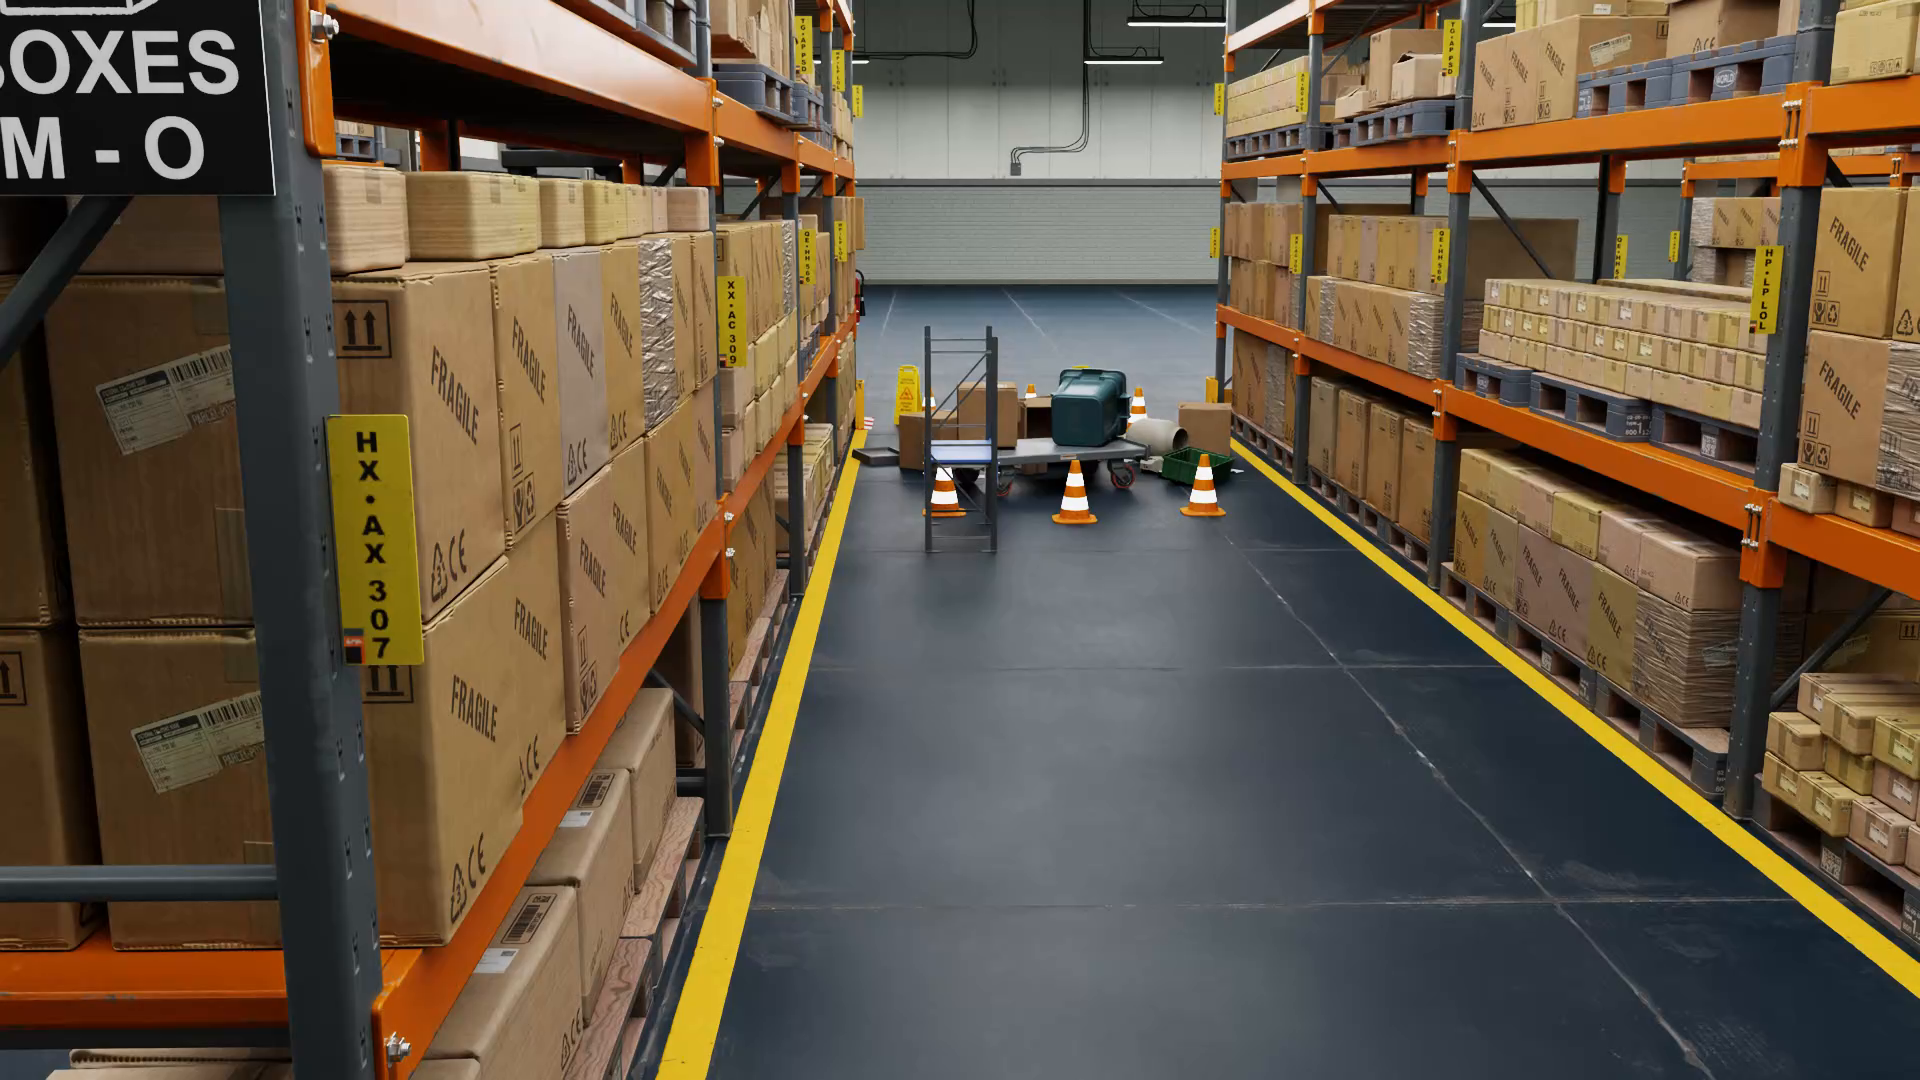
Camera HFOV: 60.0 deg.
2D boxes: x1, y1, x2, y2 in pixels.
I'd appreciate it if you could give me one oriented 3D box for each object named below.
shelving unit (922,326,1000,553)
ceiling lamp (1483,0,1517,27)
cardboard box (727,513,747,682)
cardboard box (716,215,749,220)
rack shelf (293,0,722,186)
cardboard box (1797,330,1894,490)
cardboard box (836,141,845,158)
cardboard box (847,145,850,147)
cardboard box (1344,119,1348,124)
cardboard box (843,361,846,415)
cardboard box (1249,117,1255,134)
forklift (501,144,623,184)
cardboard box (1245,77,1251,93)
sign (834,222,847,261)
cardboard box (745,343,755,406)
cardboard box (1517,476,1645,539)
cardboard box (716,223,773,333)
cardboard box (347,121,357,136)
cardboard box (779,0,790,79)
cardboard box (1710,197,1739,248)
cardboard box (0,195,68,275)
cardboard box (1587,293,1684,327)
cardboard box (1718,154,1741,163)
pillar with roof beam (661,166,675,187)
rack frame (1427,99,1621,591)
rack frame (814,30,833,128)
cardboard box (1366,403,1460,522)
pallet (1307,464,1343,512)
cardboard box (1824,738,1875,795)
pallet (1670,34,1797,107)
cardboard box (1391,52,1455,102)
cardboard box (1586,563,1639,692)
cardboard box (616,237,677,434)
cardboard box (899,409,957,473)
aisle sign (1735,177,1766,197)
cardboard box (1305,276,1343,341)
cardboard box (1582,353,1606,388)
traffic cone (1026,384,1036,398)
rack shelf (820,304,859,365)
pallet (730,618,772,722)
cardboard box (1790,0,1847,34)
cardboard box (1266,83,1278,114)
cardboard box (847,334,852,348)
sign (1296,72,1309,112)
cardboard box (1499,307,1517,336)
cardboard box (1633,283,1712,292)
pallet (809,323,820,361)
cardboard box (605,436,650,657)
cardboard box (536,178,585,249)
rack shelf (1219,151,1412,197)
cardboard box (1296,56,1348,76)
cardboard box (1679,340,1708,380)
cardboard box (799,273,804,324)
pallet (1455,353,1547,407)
[{"bbox_3d":[-0.002,-0.752,11.994,0.538,1.500,1.048,0,11,-1],"label":"shelving unit"},{"bbox_3d":[11.362,-11.815,32.983,2.000,3.185,0.800,0,11,-1],"label":"ceiling lamp"},{"bbox_3d":[-1.504,0.204,7.796,0.875,0.875,0.875,0,11,0],"label":"cardboard box"},{"bbox_3d":[-1.768,-2.327,12.298,0.380,0.149,0.250,0,11,2],"label":"cardboard box"},{"bbox_3d":[-1.343,-1.049,3.949,1.077,0.370,4.000,0,11,-1],"label":"rack shelf"},{"bbox_3d":[3.321,-0.465,5.805,0.500,0.500,0.500,0,11,-2],"label":"cardboard box"},{"bbox_3d":[-1.250,-3.586,15.276,0.380,0.149,0.250,0,11,-2],"label":"cardboard box"},{"bbox_3d":[-1.357,-4.056,16.591,0.500,0.250,0.500,0,11,-2],"label":"cardboard box"},{"bbox_3d":[3.706,-3.837,15.209,0.380,0.149,0.250,0,11,-2],"label":"cardboard box"},{"bbox_3d":[-1.315,-1.370,15.239,0.500,0.500,0.500,0,11,1],"label":"cardboard box"},{"bbox_3d":[3.027,-4.036,16.189,0.380,0.149,0.250,0,11,-2],"label":"cardboard box"},{"bbox_3d":[-3.123,-1.826,13.690,1.130,2.935,3.031,-1,12,-7],"label":"forklift"},{"bbox_3d":[3.023,-4.477,16.359,0.380,0.149,0.250,0,11,-2],"label":"cardboard box"},{"bbox_3d":[-0.995,-2.490,13.874,0.100,0.325,0.005,0,11,-1],"label":"sign"},{"bbox_3d":[-1.151,-0.692,7.048,0.500,0.250,0.500,0,11,0],"label":"cardboard box"},{"bbox_3d":[3.260,-0.175,8.724,0.500,0.250,0.500,0,11,-1],"label":"cardboard box"},{"bbox_3d":[-1.169,-1.260,7.959,0.500,0.500,0.500,0,11,-2],"label":"cardboard box"},{"bbox_3d":[-6.274,-4.131,16.659,0.380,0.149,0.250,-1,11,-3],"label":"cardboard box"},{"bbox_3d":[-1.257,-2.653,8.739,0.700,0.500,0.500,-1,11,-4],"label":"cardboard box"},{"bbox_3d":[8.018,-3.230,16.921,0.500,0.500,0.500,0,11,-1],"label":"cardboard box"},{"bbox_3d":[-1.510,-0.461,2.390,0.380,0.149,0.250,0,11,0],"label":"cardboard box"},{"bbox_3d":[3.326,-1.135,8.189,0.380,0.149,0.250,0,11,-2],"label":"cardboard box"},{"bbox_3d":[8.044,-3.952,16.828,0.500,0.250,0.500,0,11,-2],"label":"cardboard box"},{"bbox_3d":[-3.798,-11.472,45.974,9.100,9.000,0.548,0,11,-1],"label":"pillar with roof beam"},{"bbox_3d":[3.480,-1.164,10.254,1.000,3.000,0.127,0,11,-1],"label":"rack frame"},{"bbox_3d":[-1.550,-4.859,13.378,1.000,3.000,0.127,0,11,-1],"label":"rack frame"},{"bbox_3d":[3.536,-0.563,11.891,1.050,0.750,0.750,0,11,0],"label":"cardboard box"},{"bbox_3d":[3.488,-0.440,13.696,1.003,0.211,1.213,0,11,-1],"label":"pallet"},{"bbox_3d":[3.345,0.800,5.939,0.380,0.149,0.250,0,11,-1],"label":"cardboard box"},{"bbox_3d":[3.656,-1.870,6.662,1.213,0.211,1.003,0,11,-1],"label":"pallet"},{"bbox_3d":[3.158,-3.052,10.931,0.500,0.311,0.500,0,11,-1],"label":"cardboard box"},{"bbox_3d":[3.285,0.402,7.764,0.500,0.500,0.500,-1,11,-2],"label":"cardboard box"},{"bbox_3d":[-1.076,-0.573,4.574,0.500,0.500,0.500,0,11,0],"label":"cardboard box"},{"bbox_3d":[-0.212,-0.914,15.300,0.500,0.500,0.500,9,15,38],"label":"cardboard box"},{"bbox_3d":[8.574,-4.043,17.902,0.394,0.787,0.004,0,11,-1],"label":"aisle sign"},{"bbox_3d":[3.139,-1.903,13.643,0.500,0.500,0.500,0,11,-1],"label":"cardboard box"},{"bbox_3d":[3.320,-0.842,8.241,0.380,0.149,0.250,-1,11,-3],"label":"cardboard box"},{"bbox_3d":[0.769,-1.463,18.106,0.336,0.463,0.334,0,11,-1],"label":"traffic cone"},{"bbox_3d":[-1.591,-1.964,16.005,1.077,0.370,4.000,0,11,-1],"label":"rack shelf"},{"bbox_3d":[-1.504,0.642,8.366,1.003,0.211,1.213,0,11,-1],"label":"pallet"},{"bbox_3d":[3.664,-2.170,6.358,0.700,0.500,0.500,0,11,-1],"label":"cardboard box"},{"bbox_3d":[3.112,-4.053,15.271,0.500,0.250,0.500,0,11,-2],"label":"cardboard box"},{"bbox_3d":[-1.279,-1.977,16.602,0.380,0.149,0.250,0,11,0],"label":"cardboard box"},{"bbox_3d":[2.842,-3.719,13.803,0.100,0.325,0.005,0,11,-1],"label":"sign"},{"bbox_3d":[3.297,-1.242,9.464,0.380,0.149,0.250,0,11,2],"label":"cardboard box"},{"bbox_3d":[3.957,-1.341,9.204,0.380,0.149,0.250,0,11,1],"label":"cardboard box"},{"bbox_3d":[-1.549,-1.423,12.013,1.003,0.211,1.213,0,11,-1],"label":"pallet"},{"bbox_3d":[-1.083,0.020,4.167,0.500,0.500,0.500,0,11,1],"label":"cardboard box"},{"bbox_3d":[-1.045,-0.720,3.667,0.380,0.149,0.250,0,11,-1],"label":"cardboard box"},{"bbox_3d":[3.356,-3.475,15.906,1.077,0.370,4.000,0,11,-1],"label":"rack shelf"},{"bbox_3d":[3.071,-4.023,14.121,0.380,0.149,0.250,0,11,-2],"label":"cardboard box"},{"bbox_3d":[3.348,-0.778,7.176,0.380,0.149,0.250,0,11,1],"label":"cardboard box"},{"bbox_3d":[-1.245,-1.615,10.419,0.500,0.500,0.500,-1,11,-3],"label":"cardboard box"},{"bbox_3d":[3.601,-0.929,9.577,1.213,0.211,1.003,0,11,-1],"label":"pallet"}]
